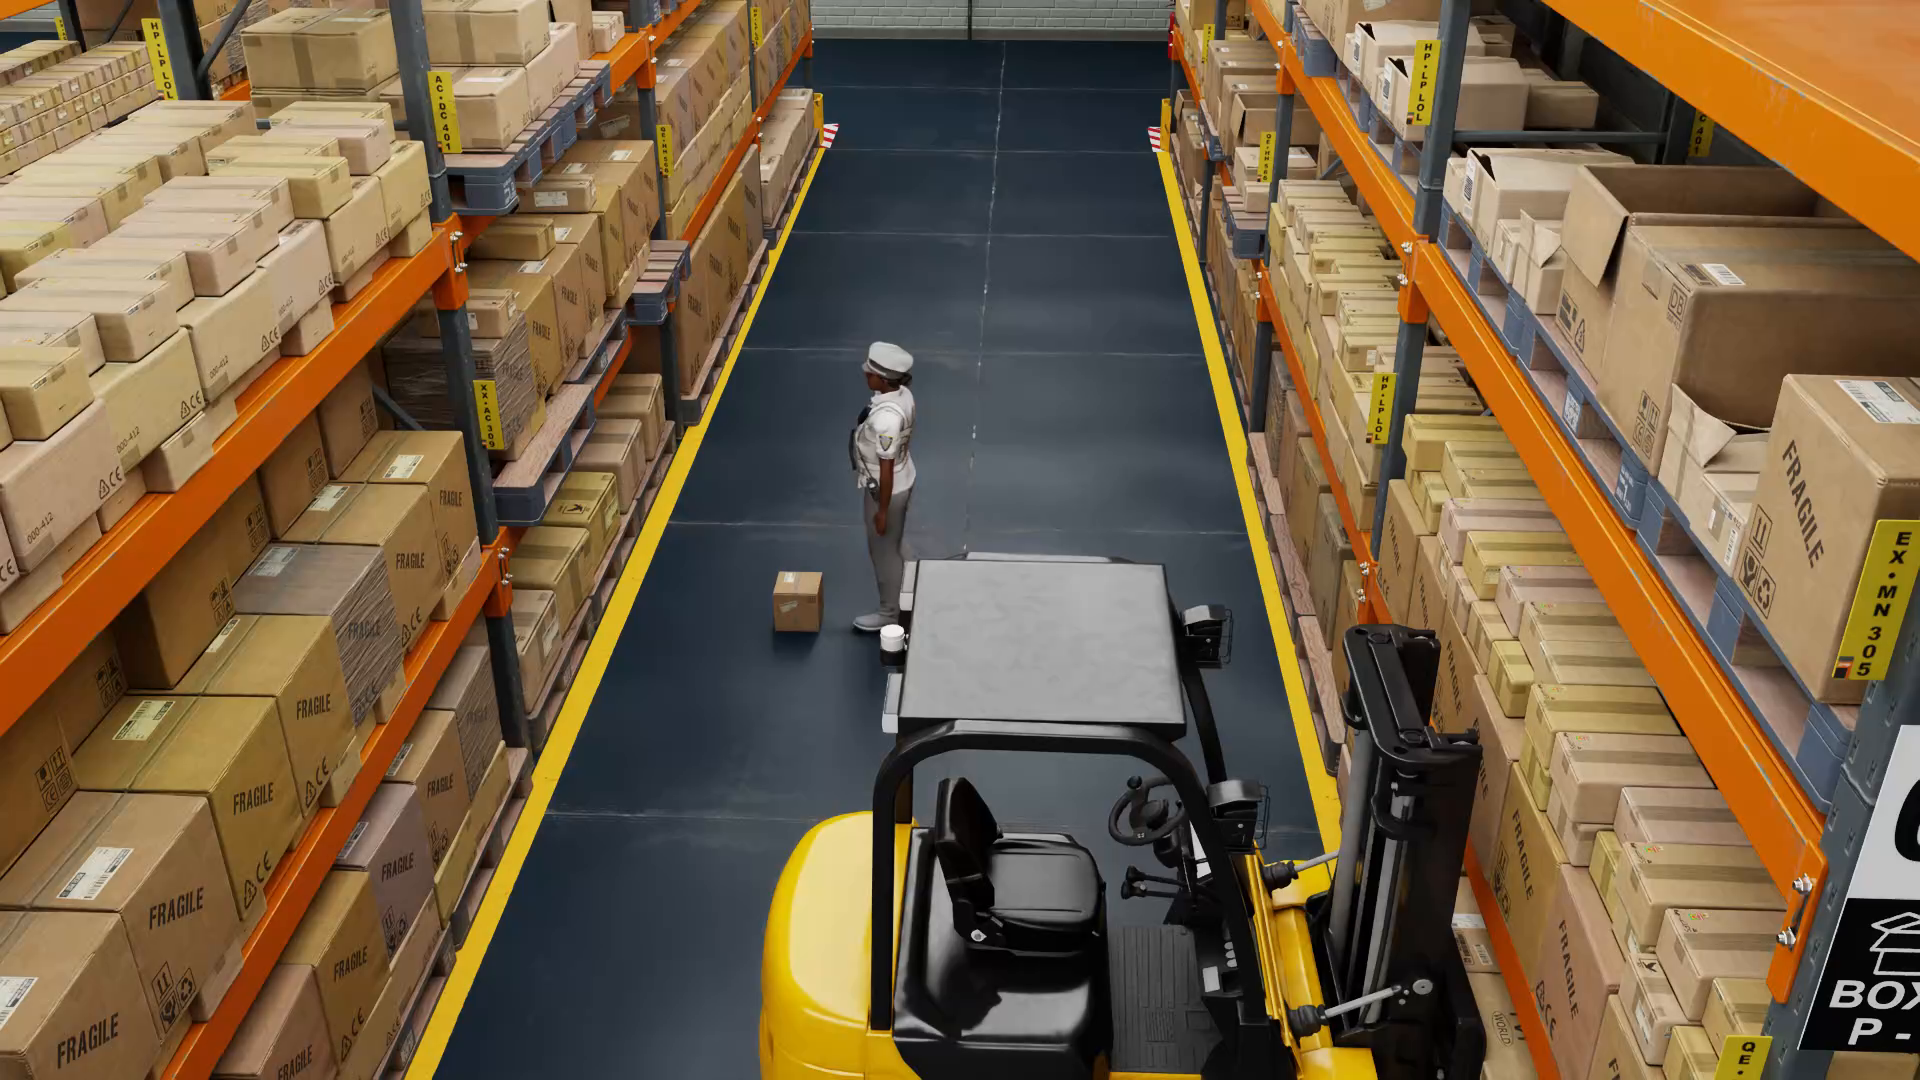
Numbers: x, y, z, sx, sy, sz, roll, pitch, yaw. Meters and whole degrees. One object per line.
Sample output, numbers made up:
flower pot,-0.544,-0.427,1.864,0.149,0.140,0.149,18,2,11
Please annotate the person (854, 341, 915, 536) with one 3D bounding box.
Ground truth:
person,-0.398,-0.571,8.944,0.312,1.033,0.479,4,28,7
